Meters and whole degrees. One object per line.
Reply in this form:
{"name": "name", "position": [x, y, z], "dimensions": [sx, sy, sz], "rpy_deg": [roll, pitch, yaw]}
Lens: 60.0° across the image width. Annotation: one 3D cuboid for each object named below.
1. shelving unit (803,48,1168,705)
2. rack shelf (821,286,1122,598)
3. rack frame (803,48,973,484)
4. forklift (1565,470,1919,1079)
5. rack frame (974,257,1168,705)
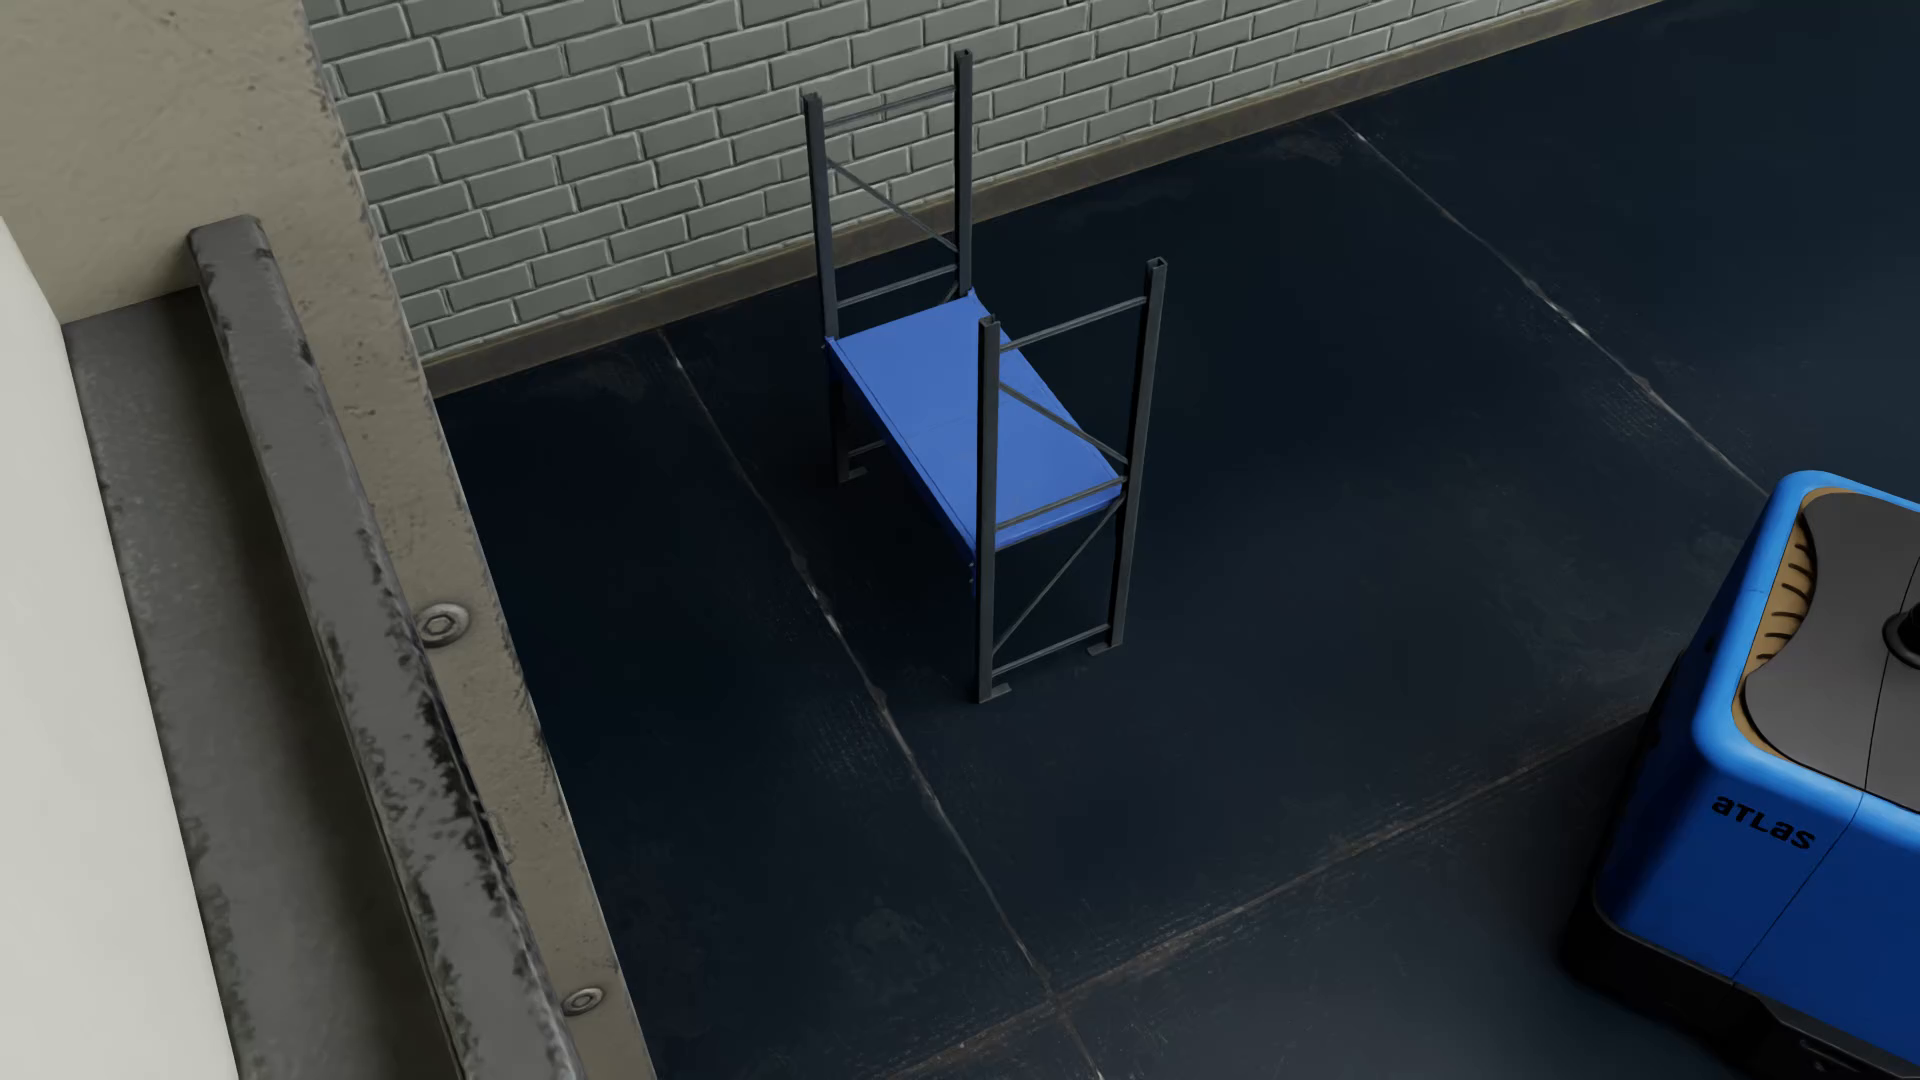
{"name": "shelving unit", "position": [0.039, -0.437, 4.803], "dimensions": [0.538, 1.500, 1.048], "rpy_deg": [-21, 52, -18]}
{"name": "rack shelf", "position": [0.039, -0.318, 4.938], "dimensions": [0.538, 0.185, 1.000], "rpy_deg": [-21, 52, -18]}
{"name": "rack frame", "position": [-0.194, -0.777, 5.100], "dimensions": [0.500, 1.500, 0.032], "rpy_deg": [-21, 52, -18]}
{"name": "forklift", "position": [3.130, 0.419, 3.104], "dimensions": [3.031, 2.935, 1.130], "rpy_deg": [24, 53, 19]}
{"name": "rack frame", "position": [0.272, -0.096, 4.505], "dimensions": [0.500, 1.500, 0.032], "rpy_deg": [-21, 52, -18]}
